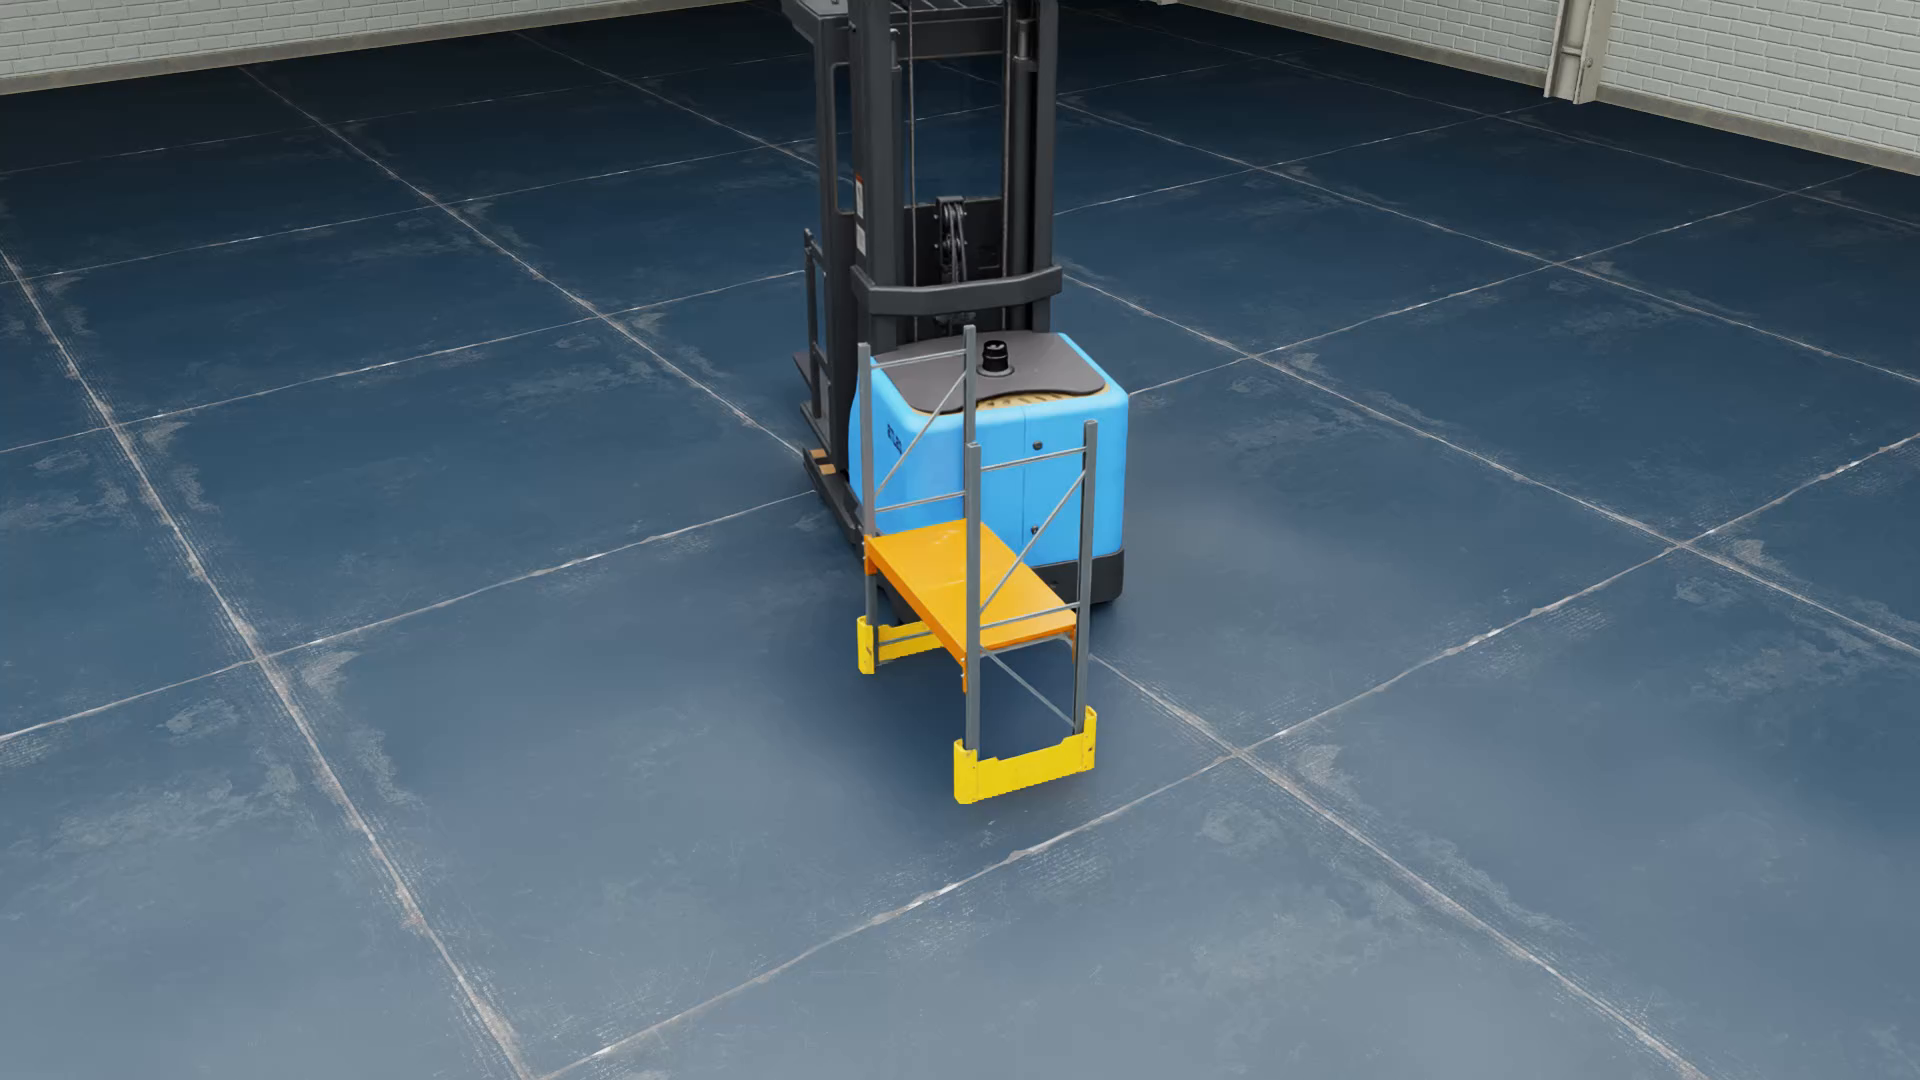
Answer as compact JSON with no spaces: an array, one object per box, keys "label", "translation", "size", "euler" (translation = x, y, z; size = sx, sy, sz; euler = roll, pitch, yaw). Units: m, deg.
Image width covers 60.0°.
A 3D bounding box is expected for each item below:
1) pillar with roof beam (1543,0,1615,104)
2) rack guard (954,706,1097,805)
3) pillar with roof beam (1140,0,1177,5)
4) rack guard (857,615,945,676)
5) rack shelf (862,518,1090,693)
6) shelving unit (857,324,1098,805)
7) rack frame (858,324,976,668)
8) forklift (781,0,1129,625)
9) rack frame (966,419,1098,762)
[{"label":"pillar with roof beam","translation":[2.419,-7.056,11.814],"size":[9.100,9.000,0.400],"euler":[-19,34,-31]},{"label":"rack guard","translation":[0.255,0.835,6.451],"size":[0.587,0.250,0.087],"euler":[-12,31,-21]},{"label":"pillar with roof beam","translation":[-1.061,-9.389,16.109],"size":[9.100,9.000,0.400],"euler":[-19,34,-31]},{"label":"rack guard","translation":[-0.161,0.403,7.247],"size":[0.587,0.250,0.087],"euler":[-12,31,-21]},{"label":"rack shelf","translation":[0.043,0.224,6.644],"size":[0.538,0.185,1.000],"euler":[-12,31,-21]},{"label":"shelving unit","translation":[0.047,0.069,6.551],"size":[0.587,1.500,1.083],"euler":[-12,31,-21]},{"label":"rack frame","translation":[-0.169,-0.155,6.964],"size":[0.500,1.500,0.032],"euler":[-12,31,-21]},{"label":"forklift","translation":[-0.194,-1.570,8.070],"size":[1.130,2.935,3.031],"euler":[-9,30,-16]},{"label":"rack frame","translation":[0.255,0.286,6.152],"size":[0.500,1.500,0.032],"euler":[-12,31,-21]}]
